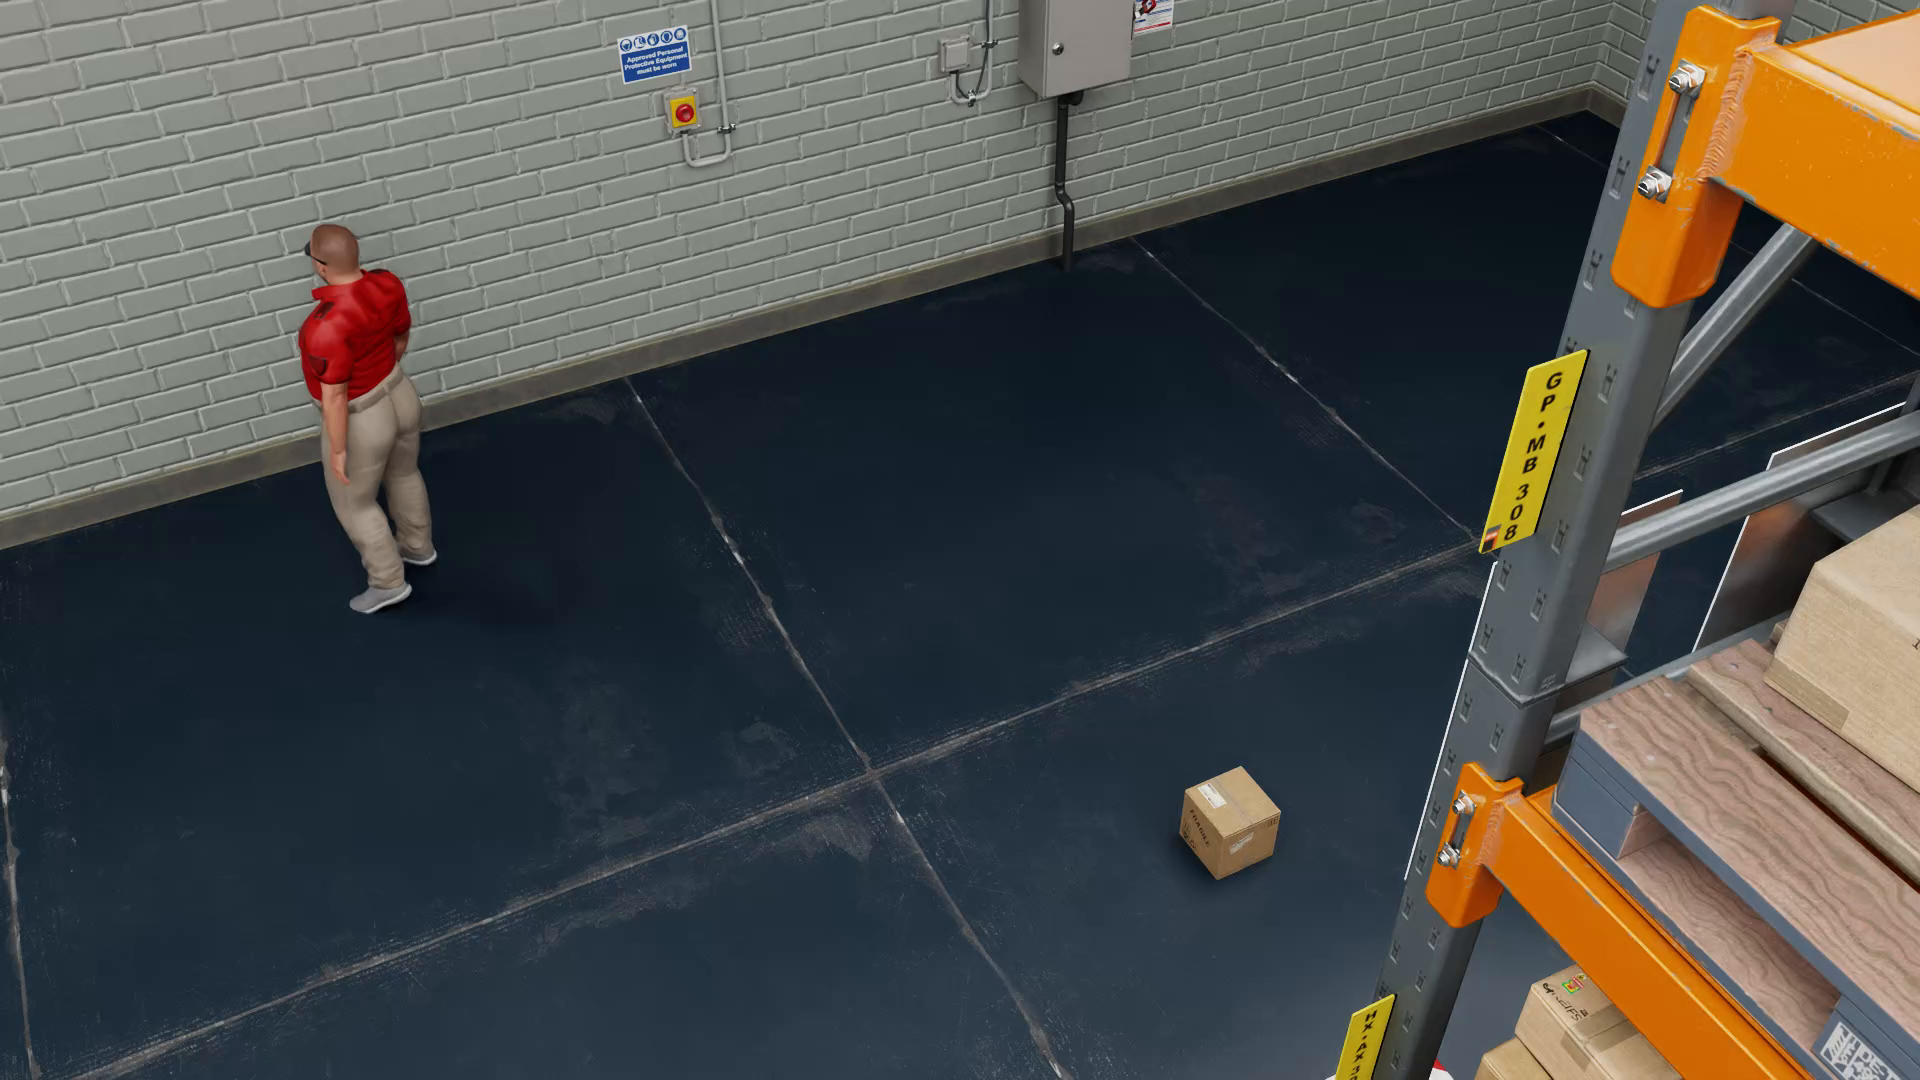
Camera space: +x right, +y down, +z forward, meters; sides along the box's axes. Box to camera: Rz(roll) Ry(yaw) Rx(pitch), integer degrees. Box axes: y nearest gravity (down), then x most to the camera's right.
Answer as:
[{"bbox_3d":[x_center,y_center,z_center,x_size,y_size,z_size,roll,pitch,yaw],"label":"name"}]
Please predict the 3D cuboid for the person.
[{"bbox_3d":[-2.435,-0.490,6.752,0.451,1.805,0.584,14,43,16],"label":"person"}]
